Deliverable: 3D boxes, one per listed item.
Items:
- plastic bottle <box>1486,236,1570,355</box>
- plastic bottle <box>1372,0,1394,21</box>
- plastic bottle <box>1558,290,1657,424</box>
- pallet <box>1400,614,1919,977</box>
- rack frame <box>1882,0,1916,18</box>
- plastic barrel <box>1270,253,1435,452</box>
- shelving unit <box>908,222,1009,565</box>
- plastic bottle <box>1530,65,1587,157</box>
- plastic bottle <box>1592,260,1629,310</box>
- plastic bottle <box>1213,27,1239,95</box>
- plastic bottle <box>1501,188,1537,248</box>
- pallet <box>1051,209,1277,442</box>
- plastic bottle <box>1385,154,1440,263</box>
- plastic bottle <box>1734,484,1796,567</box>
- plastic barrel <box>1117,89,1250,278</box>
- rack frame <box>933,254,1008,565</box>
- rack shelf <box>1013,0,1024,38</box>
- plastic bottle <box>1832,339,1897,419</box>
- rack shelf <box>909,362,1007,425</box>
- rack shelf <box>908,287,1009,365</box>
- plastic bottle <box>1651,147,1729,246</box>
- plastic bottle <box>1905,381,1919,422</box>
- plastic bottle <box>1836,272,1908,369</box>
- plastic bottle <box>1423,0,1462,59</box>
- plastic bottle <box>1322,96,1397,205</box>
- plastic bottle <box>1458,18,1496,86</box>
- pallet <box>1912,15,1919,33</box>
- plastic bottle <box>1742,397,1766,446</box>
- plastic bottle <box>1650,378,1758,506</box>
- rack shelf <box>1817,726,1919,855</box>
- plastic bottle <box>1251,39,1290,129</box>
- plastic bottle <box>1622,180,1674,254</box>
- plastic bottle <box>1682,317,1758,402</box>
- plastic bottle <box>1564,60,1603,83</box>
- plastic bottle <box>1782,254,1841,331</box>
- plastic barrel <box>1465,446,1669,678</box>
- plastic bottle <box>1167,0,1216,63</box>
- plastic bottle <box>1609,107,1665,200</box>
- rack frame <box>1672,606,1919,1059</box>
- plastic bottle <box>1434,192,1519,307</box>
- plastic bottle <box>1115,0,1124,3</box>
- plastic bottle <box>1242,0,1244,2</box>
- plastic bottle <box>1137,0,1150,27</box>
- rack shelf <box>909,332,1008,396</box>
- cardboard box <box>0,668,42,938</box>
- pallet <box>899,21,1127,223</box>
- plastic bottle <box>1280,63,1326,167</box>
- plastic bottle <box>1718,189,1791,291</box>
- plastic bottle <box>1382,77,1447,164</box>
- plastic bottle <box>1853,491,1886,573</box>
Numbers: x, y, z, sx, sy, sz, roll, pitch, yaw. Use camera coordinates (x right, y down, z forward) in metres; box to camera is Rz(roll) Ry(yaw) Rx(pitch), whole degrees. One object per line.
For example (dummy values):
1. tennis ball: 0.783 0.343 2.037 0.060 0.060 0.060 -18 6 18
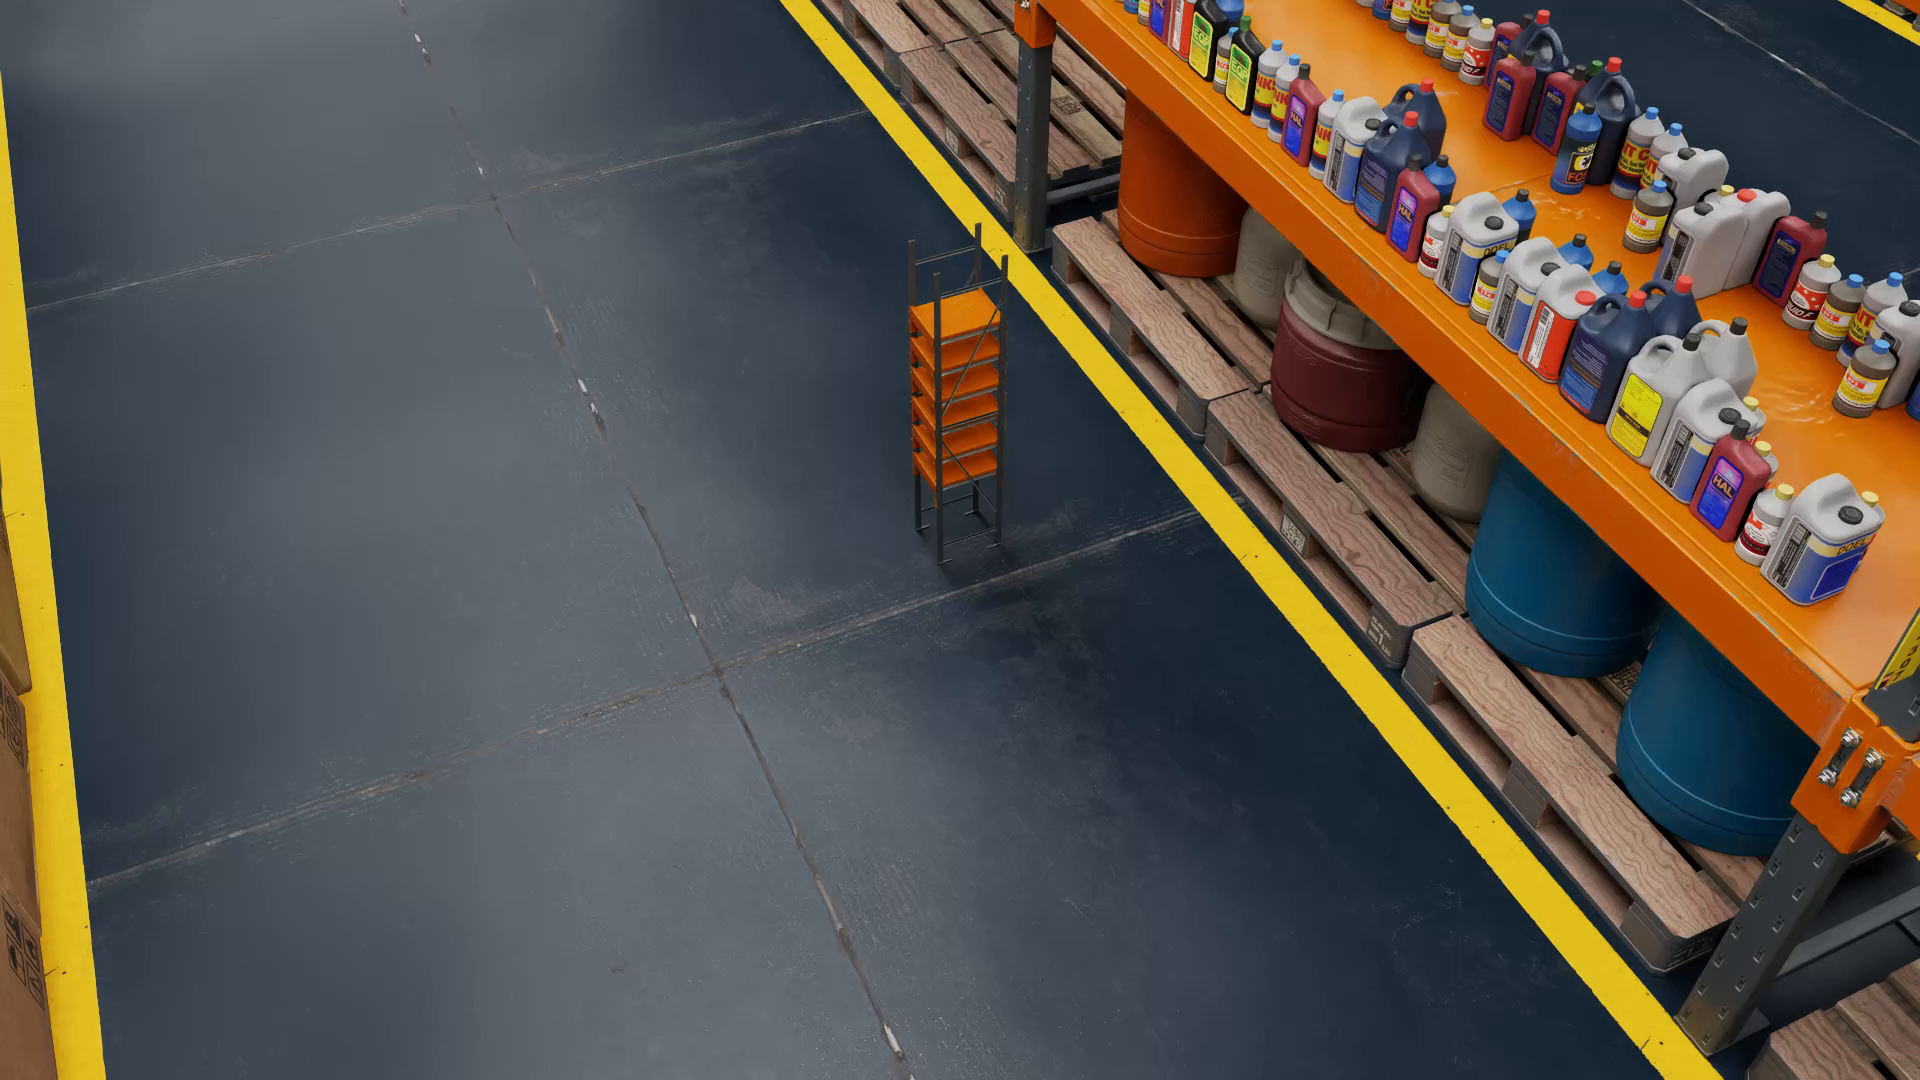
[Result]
1. plastic bottle: 1.504 -0.643 4.354 0.152 0.276 0.135 -18 47 -17
2. plastic bottle: 1.471 -1.913 5.645 0.097 0.271 0.097 0 45 0
3. plastic bottle: 1.624 -0.481 4.137 0.144 0.351 0.185 -18 47 -17
4. pallet: 2.098 0.597 4.995 1.003 0.211 1.213 -18 47 -17
5. rack frame: 5.199 -3.901 7.568 1.000 3.000 0.127 -18 47 -17
6. plastic barrel: 1.399 -0.705 5.747 0.600 0.588 0.708 -18 47 -17
7. shelving unit: -0.006 -0.436 5.338 0.258 1.200 0.189 -18 47 -17
8. plastic bottle: 1.819 -1.318 5.033 0.061 0.283 0.133 -18 47 -17
9. plastic bottle: 1.666 -0.604 4.319 0.097 0.271 0.097 0 45 0
10. plastic bottle: 0.866 -1.537 5.313 0.097 0.201 0.097 0 45 0
11. plastic bottle: 1.511 -0.838 4.555 0.097 0.271 0.097 0 45 0
12. pallet: 1.072 -0.958 6.571 1.003 0.211 1.213 -18 47 -17
13. plastic bottle: 1.267 -0.927 4.637 0.061 0.283 0.133 -18 47 -17
14. plastic bottle: 1.852 -0.042 3.799 0.097 0.201 0.097 0 45 0
15. plastic barrel: 0.924 -1.511 6.392 0.600 0.830 0.708 -18 47 -17
16. rack frame: 0.032 -0.378 5.279 0.240 1.200 0.006 -18 47 -17
17. rack shelf: -0.138 -3.459 7.632 1.077 0.370 4.000 -18 47 -17
18. plastic bottle: 2.277 -0.413 4.174 0.097 0.201 0.097 0 45 0
19. rack shelf: -0.006 -0.490 5.285 0.258 0.103 0.180 -18 47 -17
20. rack shelf: -0.006 -0.661 5.116 0.258 0.103 0.180 -18 47 -17
21. plastic bottle: 2.049 -0.993 4.709 0.152 0.276 0.135 -18 47 -17
22. plastic bottle: 2.456 -0.421 4.132 0.097 0.271 0.097 0 45 0
23. plastic bottle: 2.358 -0.568 4.282 0.097 0.271 0.097 0 45 0
24. plastic bottle: 1.594 -1.702 5.481 0.097 0.201 0.097 0 45 0
25. plastic bottle: 1.175 -1.142 4.860 0.152 0.276 0.135 -18 47 -17
26. plastic bottle: 1.676 -1.578 5.355 0.097 0.201 0.097 0 45 0
27. pallet: 5.478 -2.422 8.054 1.003 0.211 1.213 -18 47 -17
28. plastic bottle: 1.878 -0.258 4.017 0.097 0.201 0.097 0 45 0
29. plastic bottle: 1.772 -0.236 3.942 0.152 0.276 0.135 -18 47 -17
30. rack shelf: 3.226 1.639 2.466 1.077 0.370 4.000 -18 47 -17
31. plastic bottle: 0.963 -1.415 5.140 0.097 0.271 0.097 0 45 0
32. plastic bottle: 1.944 -0.918 4.686 0.097 0.201 0.097 0 45 0
33. plastic bottle: 1.832 -0.406 4.061 0.144 0.351 0.185 -18 47 -17
34. plastic bottle: 1.875 -1.336 5.052 0.061 0.283 0.133 -18 47 -17
35. plastic bottle: 2.276 -0.668 4.432 0.097 0.201 0.097 0 45 0
36. plastic barrel: 1.874 -0.097 4.908 0.600 0.901 0.708 -18 47 -17
37. plastic bottle: 0.786 -1.730 5.456 0.152 0.276 0.135 -18 47 -17
38. plastic bottle: 1.984 -1.135 4.856 0.097 0.271 0.097 0 45 0
39. rack frame: 2.385 0.108 3.505 1.000 3.000 0.127 -18 47 -17
40. plastic bottle: 1.406 -0.791 4.504 0.152 0.276 0.135 -18 47 -17
41. plastic bottle: 0.592 -2.025 5.755 0.152 0.276 0.135 -18 47 -17
42. plastic bottle: 0.892 -1.753 5.532 0.097 0.201 0.097 0 45 0
43. plastic bottle: 0.656 -1.855 5.636 0.097 0.201 0.097 0 45 0
44. rack shelf: -0.006 -0.576 5.201 0.258 0.103 0.180 -18 47 -17
45. cardboard box: -3.152 0.645 4.174 1.225 0.875 0.875 -18 47 -17
46. pallet: 0.412 -1.953 7.579 1.003 0.211 1.213 -18 47 -17
47. plastic bottle: 1.036 -1.278 4.993 0.061 0.283 0.133 -18 47 -17
48. plastic bottle: 2.147 -0.845 4.559 0.152 0.276 0.135 -18 47 -17
49. plastic bottle: 1.320 -1.196 4.861 0.144 0.351 0.185 -18 47 -17
50. plastic bottle: 2.031 -0.025 3.781 0.097 0.201 0.097 0 45 0
